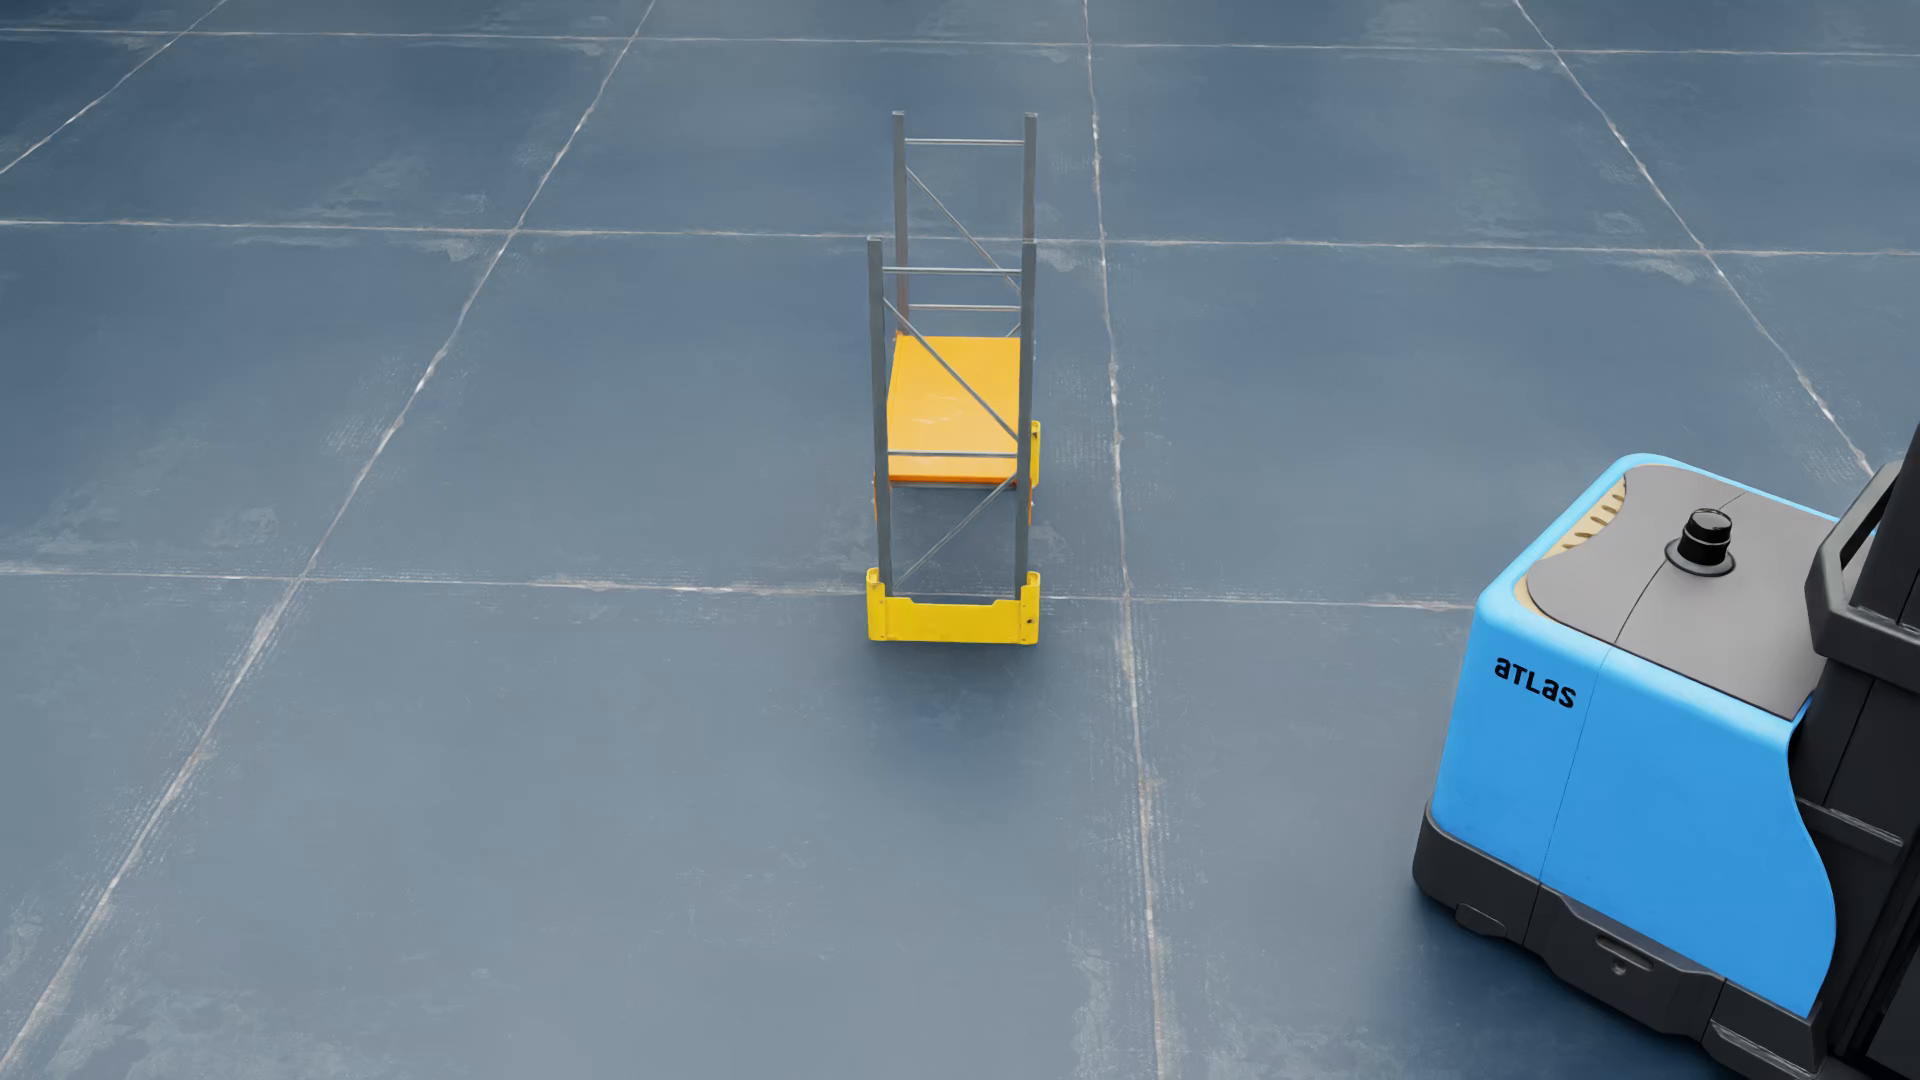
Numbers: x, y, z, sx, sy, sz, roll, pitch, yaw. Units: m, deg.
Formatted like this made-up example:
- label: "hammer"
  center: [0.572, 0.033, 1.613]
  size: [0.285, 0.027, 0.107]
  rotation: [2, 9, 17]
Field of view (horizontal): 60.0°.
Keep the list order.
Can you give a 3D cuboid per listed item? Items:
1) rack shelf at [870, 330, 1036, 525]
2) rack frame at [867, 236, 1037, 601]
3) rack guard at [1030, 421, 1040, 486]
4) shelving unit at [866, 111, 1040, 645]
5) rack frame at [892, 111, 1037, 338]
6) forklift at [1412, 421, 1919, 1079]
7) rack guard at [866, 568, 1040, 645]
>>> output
- label: "rack shelf"
  center: [-0.003, -0.417, 5.852]
  size: [0.538, 0.185, 1.000]
  rotation: [1, 35, 2]
- label: "rack frame"
  center: [-0.024, -0.273, 5.333]
  size: [0.500, 1.500, 0.032]
  rotation: [1, 35, 2]
- label: "rack guard"
  center: [0.017, -0.345, 6.523]
  size: [0.587, 0.250, 0.087]
  rotation: [1, 35, 2]
- label: "shelving unit"
  center: [-0.003, -0.570, 5.756]
  size: [0.587, 1.500, 1.083]
  rotation: [1, 35, 2]
- label: "rack frame"
  center: [0.017, -0.857, 6.165]
  size: [0.500, 1.500, 0.032]
  rotation: [1, 35, 2]
- label: "forklift"
  center: [2.738, 0.172, 3.456]
  size: [3.031, 2.935, 1.130]
  rotation: [27, 43, 33]
- label: "rack guard"
  center: [-0.023, 0.228, 5.709]
  size: [0.587, 0.250, 0.087]
  rotation: [1, 35, 2]
